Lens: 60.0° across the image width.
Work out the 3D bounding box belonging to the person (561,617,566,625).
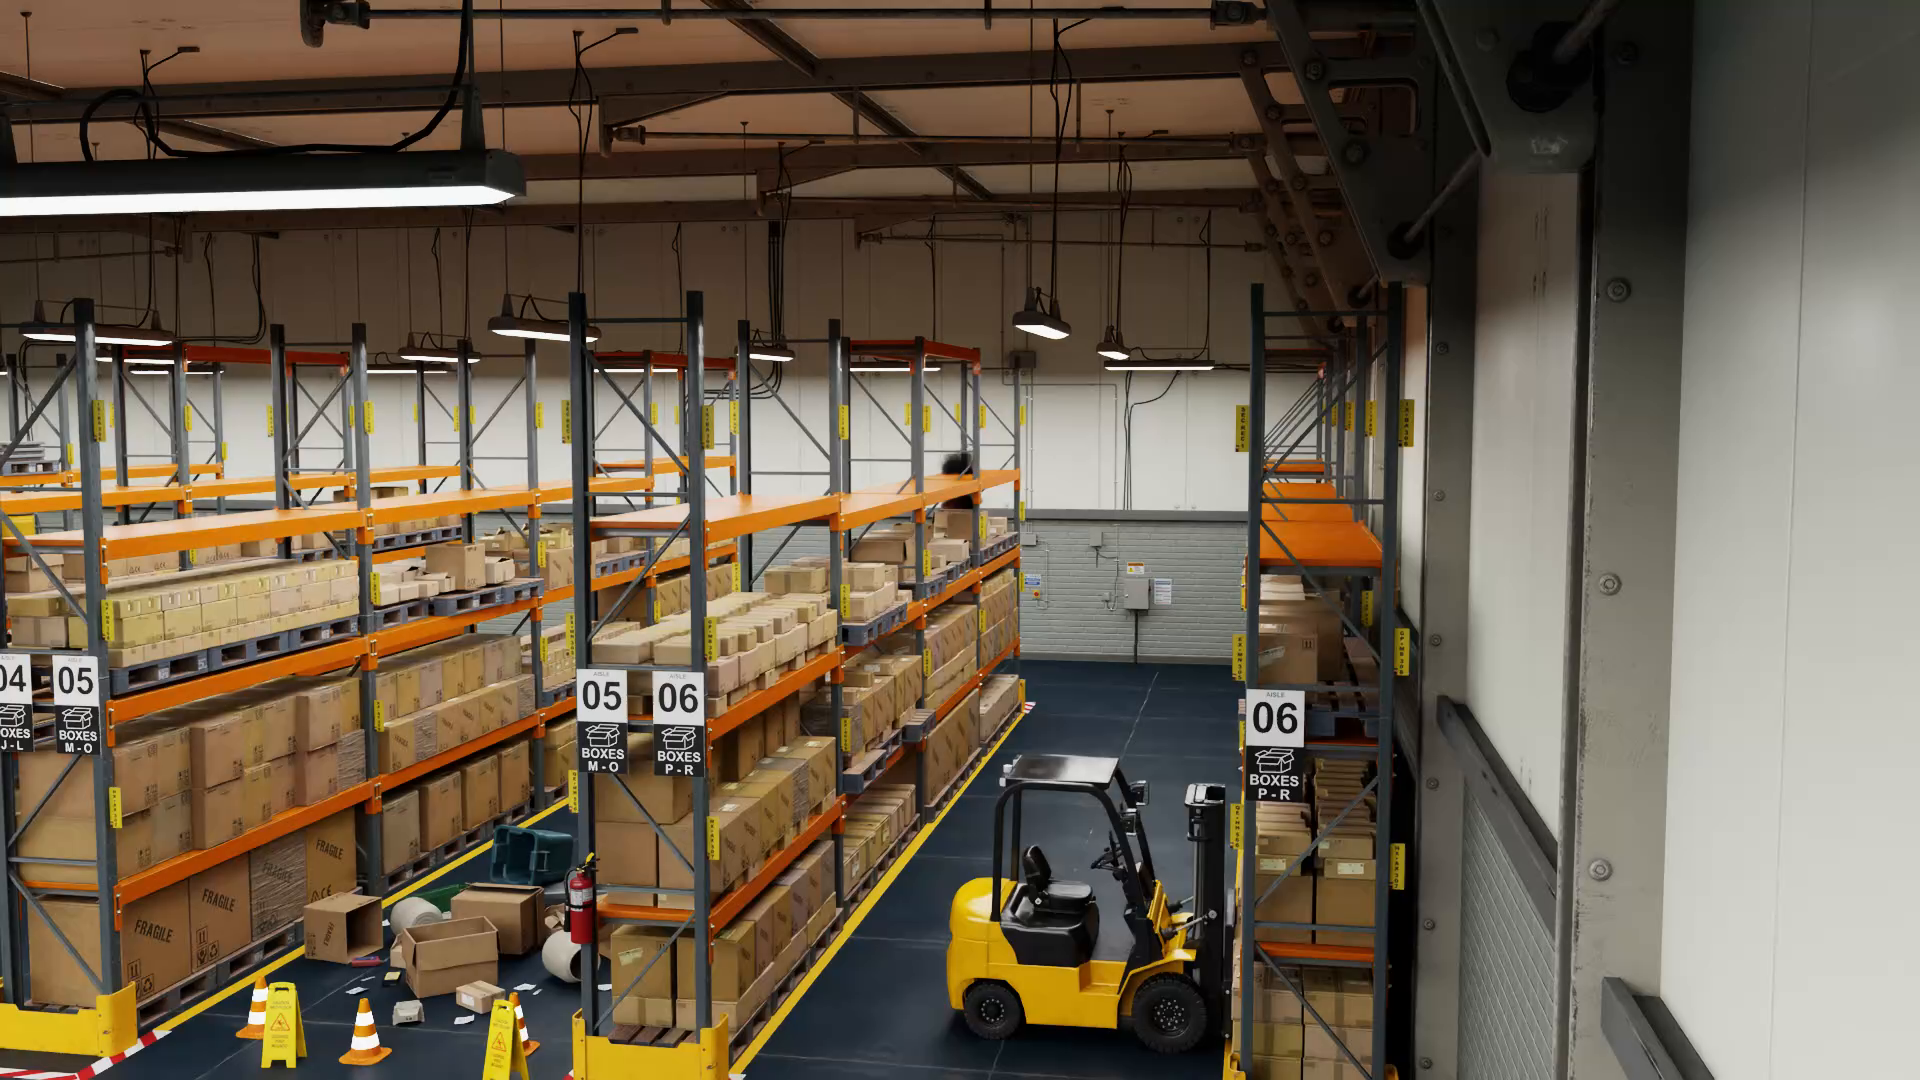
[{"bbox_3d":[-6.394,2.132,27.163,0.638,1.784,0.777,1,5,17],"label":"person"}]
